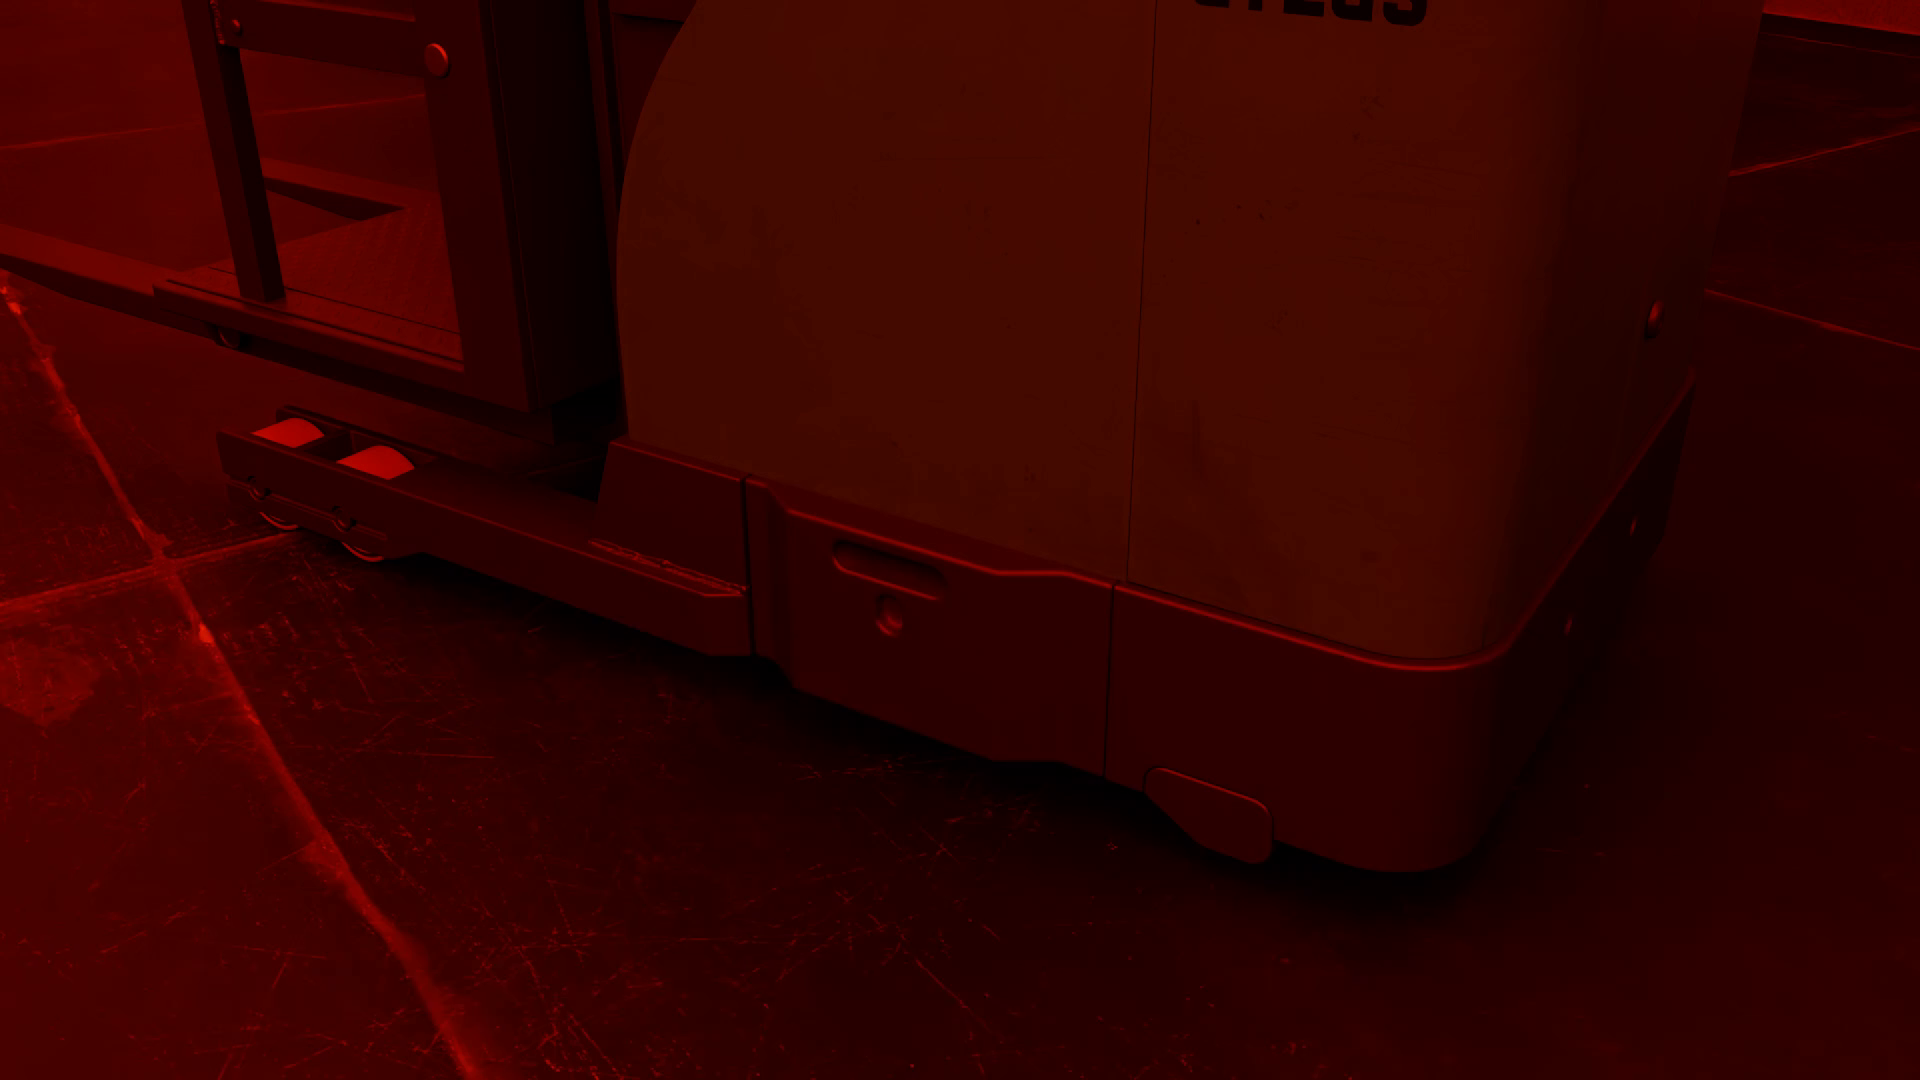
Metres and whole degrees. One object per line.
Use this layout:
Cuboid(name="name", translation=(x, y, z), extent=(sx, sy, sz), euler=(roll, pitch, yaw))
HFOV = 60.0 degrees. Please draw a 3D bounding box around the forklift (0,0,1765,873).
Cuboid(name="forklift", translation=(-0.511, -1.459, 2.139), extent=(3.031, 2.935, 1.130), euler=(16, 31, 29))
